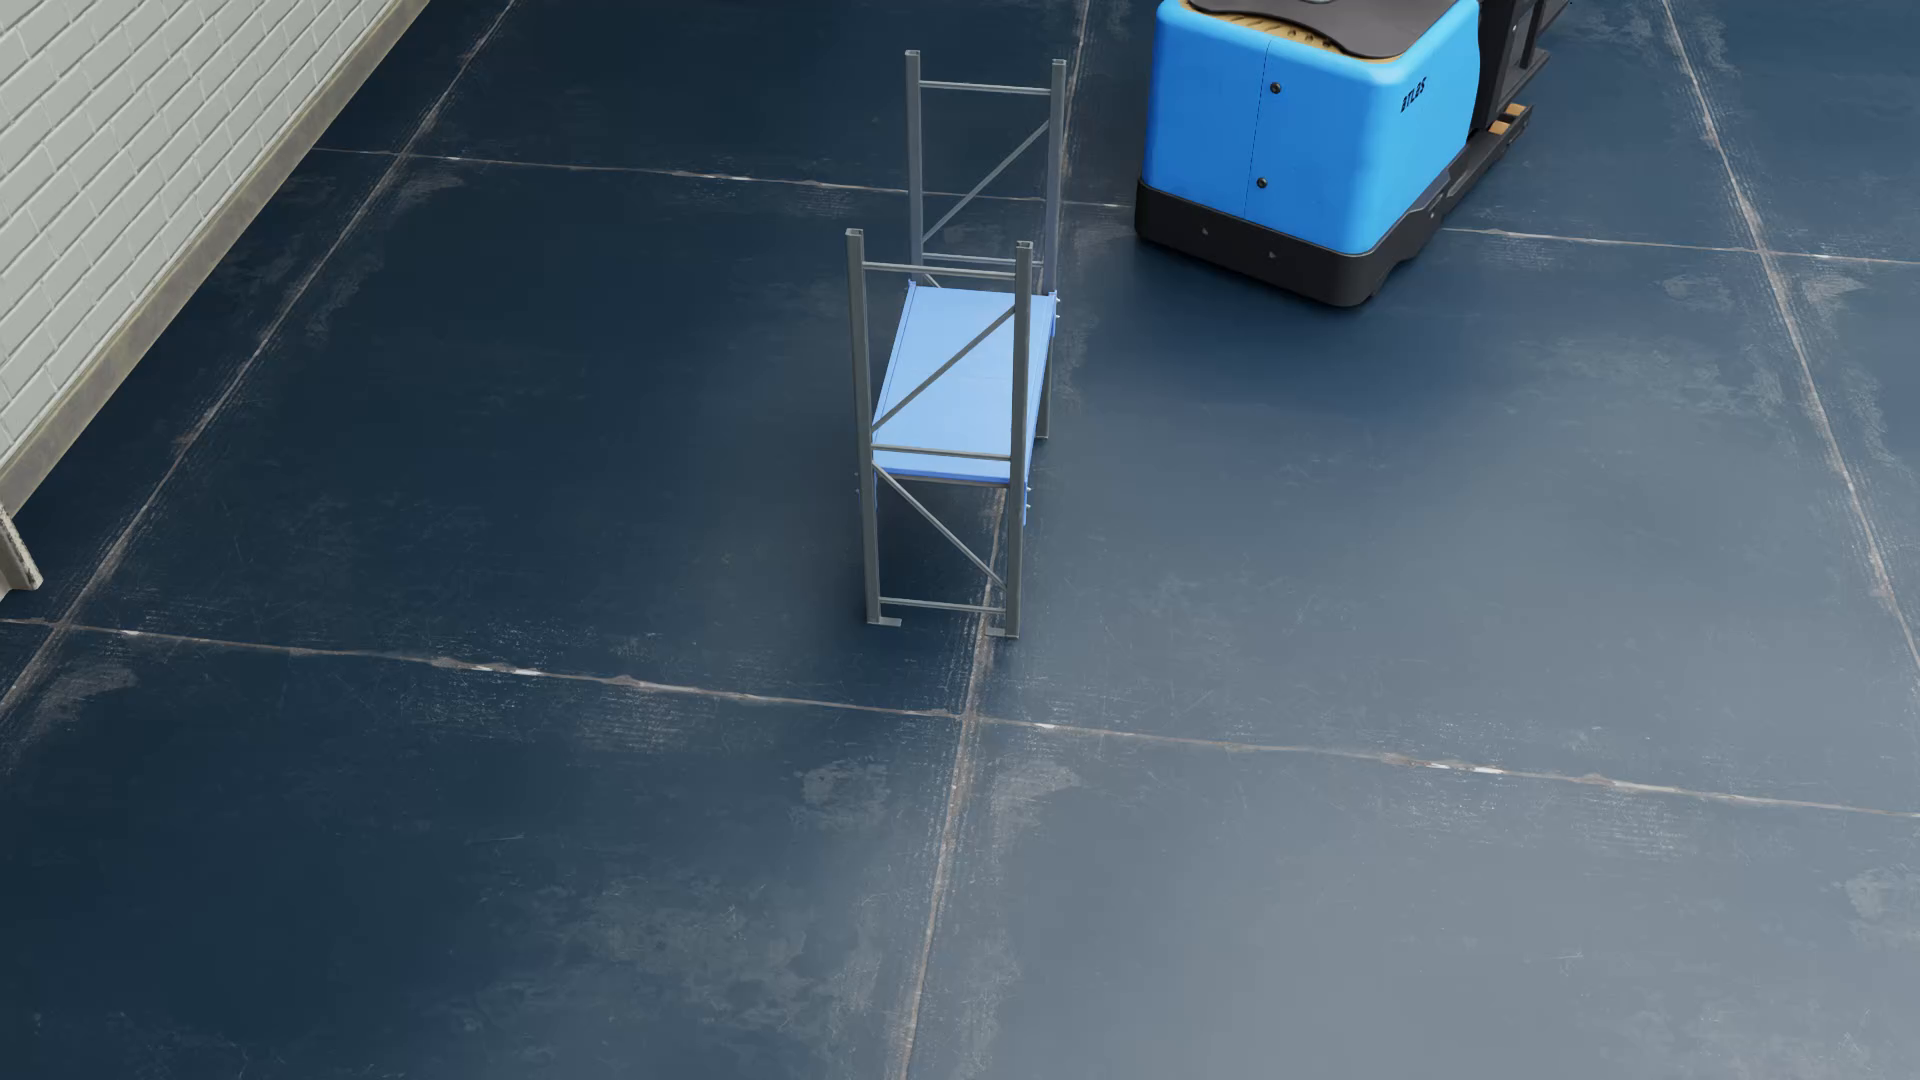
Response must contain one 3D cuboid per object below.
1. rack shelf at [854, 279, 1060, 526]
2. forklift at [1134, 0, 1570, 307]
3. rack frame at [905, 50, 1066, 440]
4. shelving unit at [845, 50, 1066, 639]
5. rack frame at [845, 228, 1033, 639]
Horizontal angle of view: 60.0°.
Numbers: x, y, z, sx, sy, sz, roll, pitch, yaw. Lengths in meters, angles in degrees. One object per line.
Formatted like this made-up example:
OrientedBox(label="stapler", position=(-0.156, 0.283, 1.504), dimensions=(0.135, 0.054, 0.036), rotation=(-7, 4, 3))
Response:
OrientedBox(label="rack shelf", position=(0.011, -0.472, 5.419), dimensions=(0.538, 0.185, 1.000), rotation=(5, 44, 6))
OrientedBox(label="forklift", position=(1.984, -2.974, 6.759), dimensions=(1.130, 2.935, 3.031), rotation=(25, 49, 24))
OrientedBox(label="rack frame", position=(0.078, -0.949, 5.662), dimensions=(0.500, 1.500, 0.032), rotation=(5, 44, 6))
OrientedBox(label="shelving unit", position=(0.011, -0.603, 5.296), dimensions=(0.538, 1.500, 1.048), rotation=(5, 44, 6))
OrientedBox(label="rack frame", position=(-0.056, -0.256, 4.930), dimensions=(0.500, 1.500, 0.032), rotation=(5, 44, 6))
